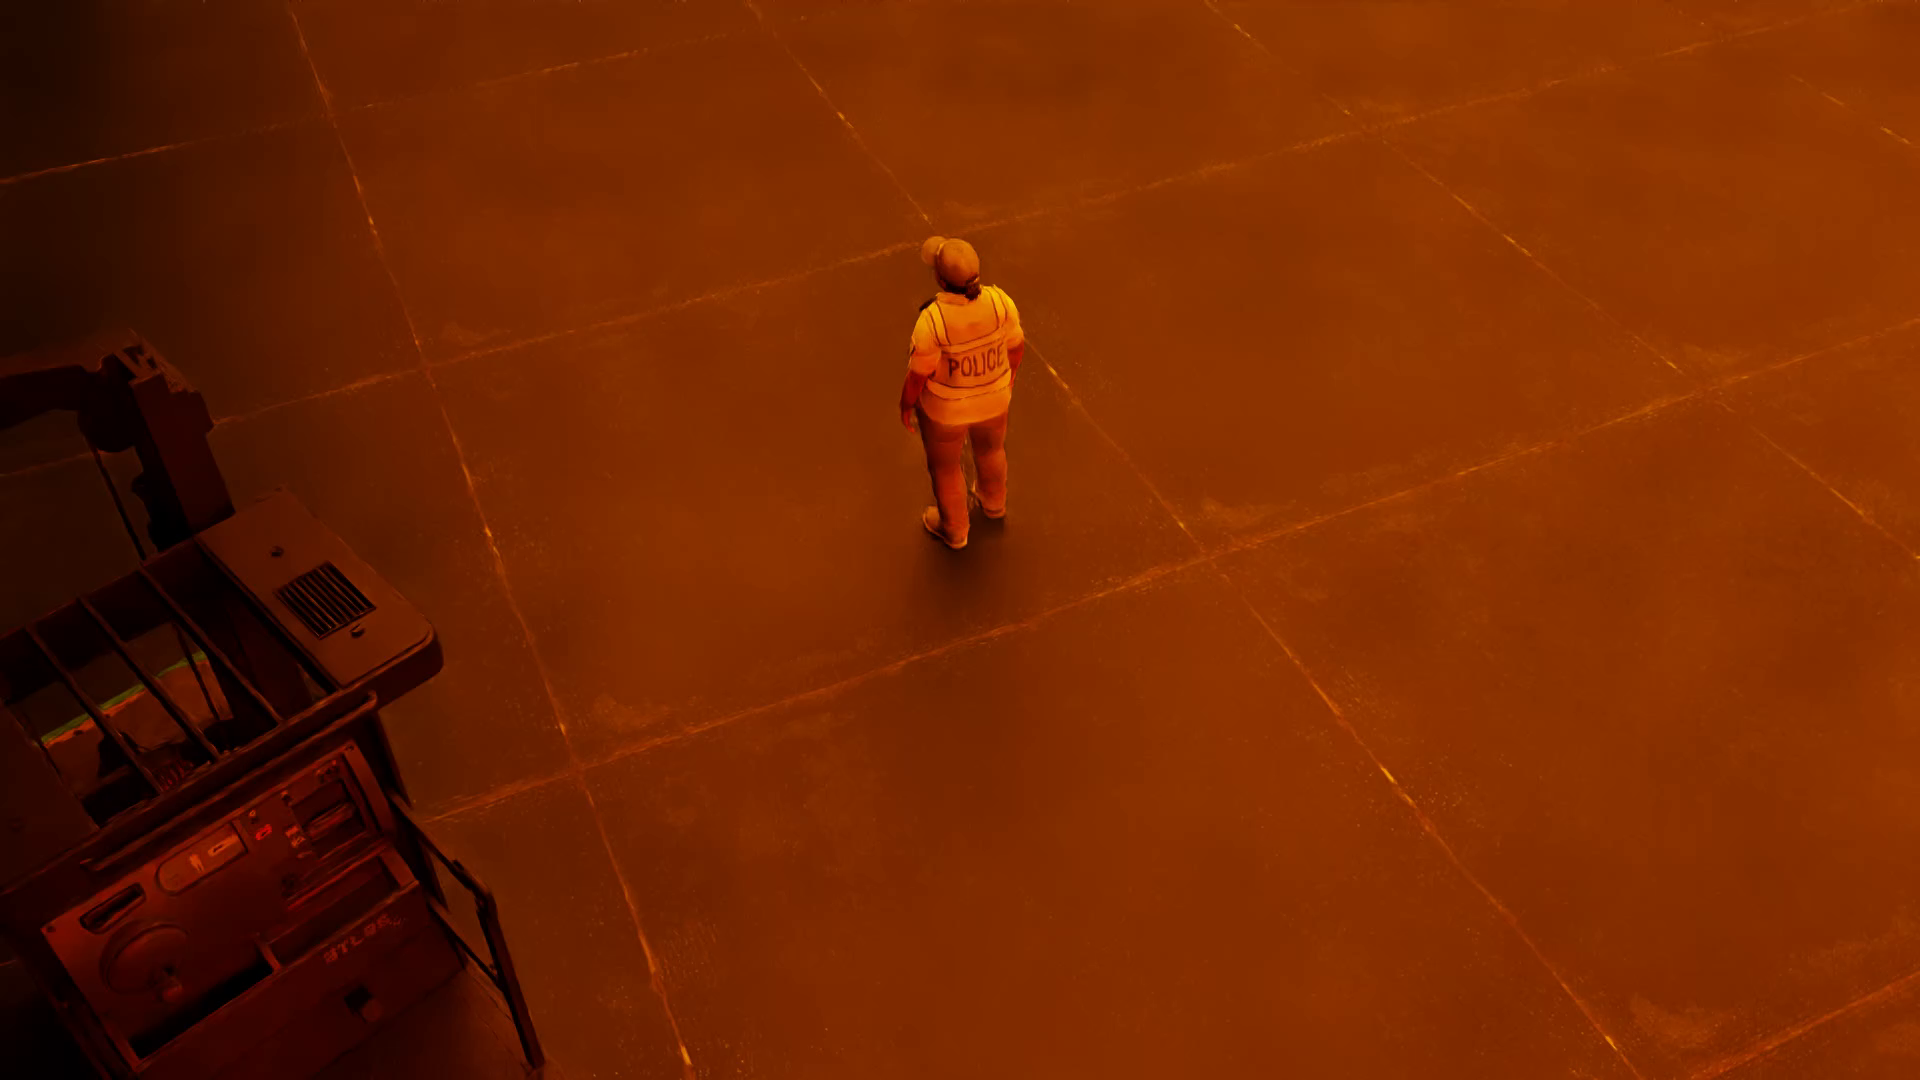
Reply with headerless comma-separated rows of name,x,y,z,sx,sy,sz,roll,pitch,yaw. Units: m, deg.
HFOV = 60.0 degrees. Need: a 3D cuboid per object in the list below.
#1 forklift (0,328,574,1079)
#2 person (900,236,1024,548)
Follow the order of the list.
forklift,-1.933,1.012,4.596,1.130,2.935,3.031,-34,53,-31
person,-0.012,-0.668,7.313,0.598,1.669,0.529,-18,46,-18
